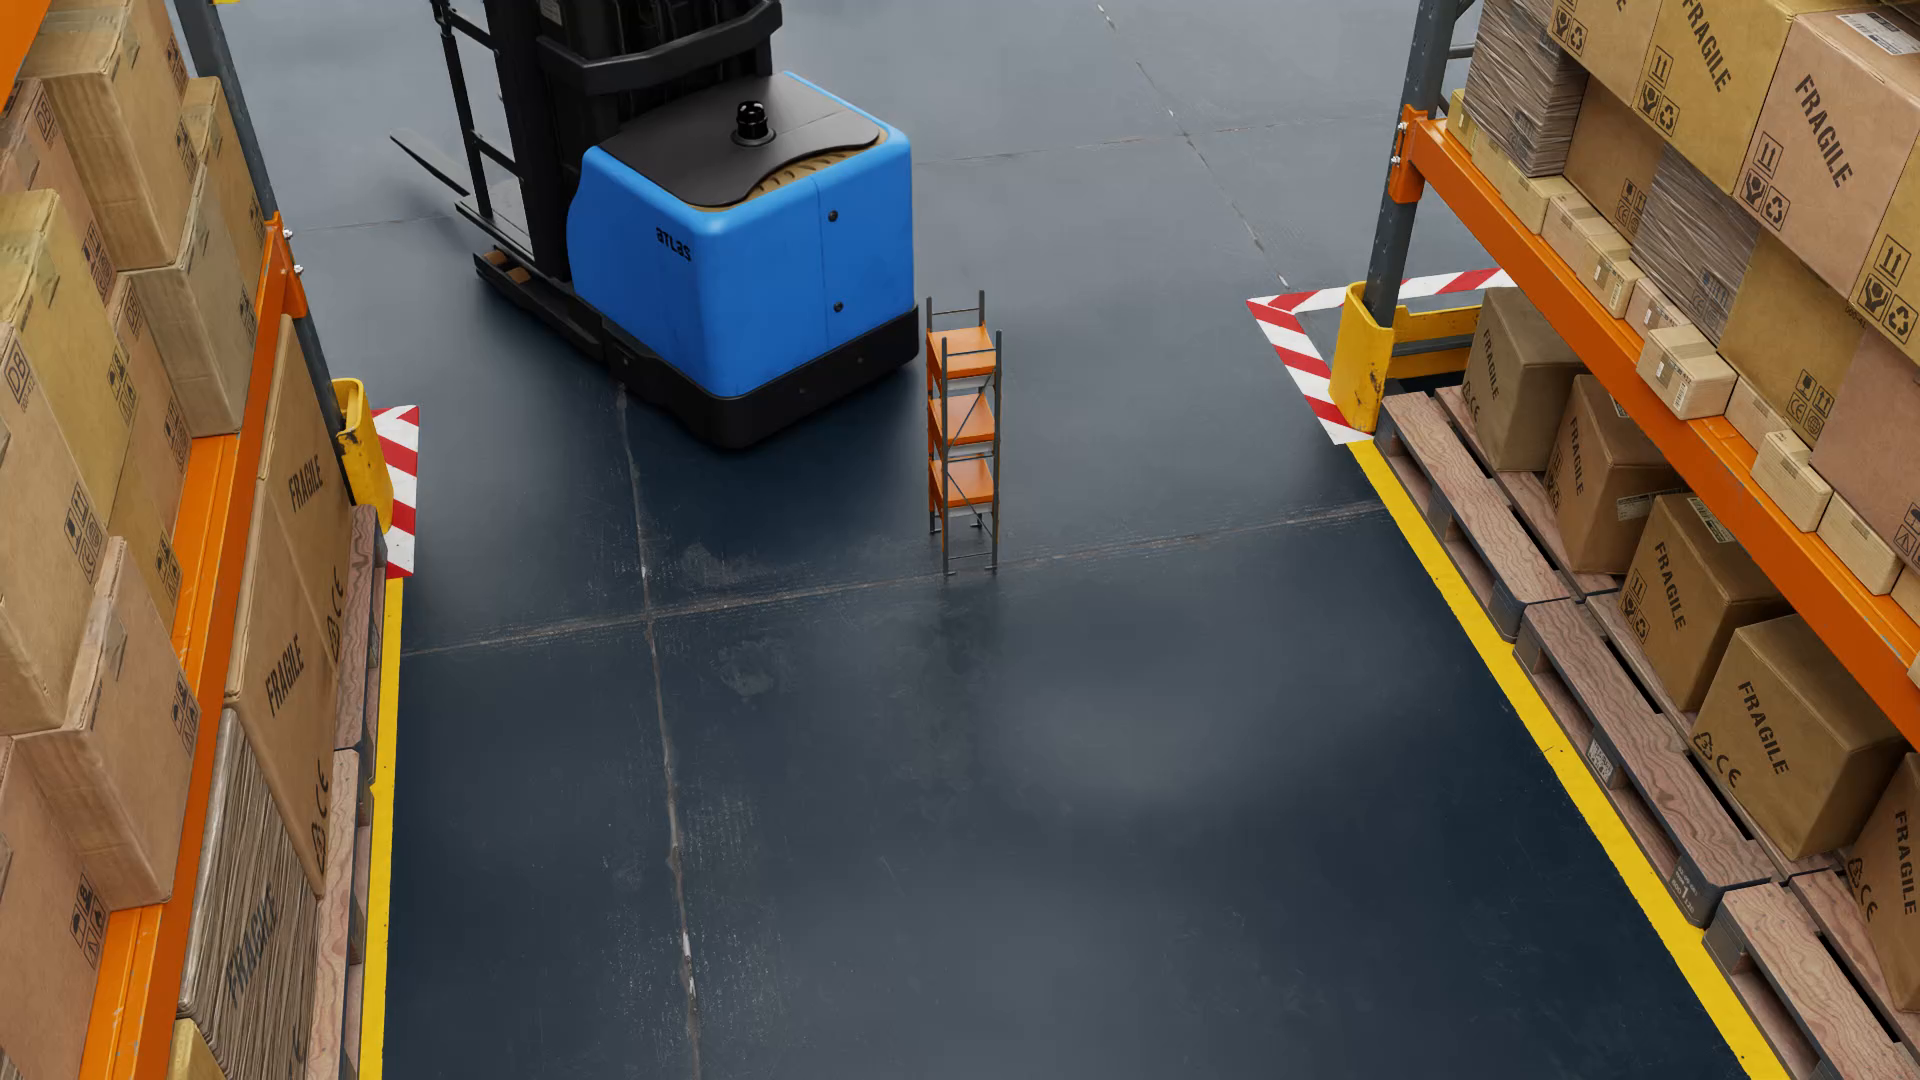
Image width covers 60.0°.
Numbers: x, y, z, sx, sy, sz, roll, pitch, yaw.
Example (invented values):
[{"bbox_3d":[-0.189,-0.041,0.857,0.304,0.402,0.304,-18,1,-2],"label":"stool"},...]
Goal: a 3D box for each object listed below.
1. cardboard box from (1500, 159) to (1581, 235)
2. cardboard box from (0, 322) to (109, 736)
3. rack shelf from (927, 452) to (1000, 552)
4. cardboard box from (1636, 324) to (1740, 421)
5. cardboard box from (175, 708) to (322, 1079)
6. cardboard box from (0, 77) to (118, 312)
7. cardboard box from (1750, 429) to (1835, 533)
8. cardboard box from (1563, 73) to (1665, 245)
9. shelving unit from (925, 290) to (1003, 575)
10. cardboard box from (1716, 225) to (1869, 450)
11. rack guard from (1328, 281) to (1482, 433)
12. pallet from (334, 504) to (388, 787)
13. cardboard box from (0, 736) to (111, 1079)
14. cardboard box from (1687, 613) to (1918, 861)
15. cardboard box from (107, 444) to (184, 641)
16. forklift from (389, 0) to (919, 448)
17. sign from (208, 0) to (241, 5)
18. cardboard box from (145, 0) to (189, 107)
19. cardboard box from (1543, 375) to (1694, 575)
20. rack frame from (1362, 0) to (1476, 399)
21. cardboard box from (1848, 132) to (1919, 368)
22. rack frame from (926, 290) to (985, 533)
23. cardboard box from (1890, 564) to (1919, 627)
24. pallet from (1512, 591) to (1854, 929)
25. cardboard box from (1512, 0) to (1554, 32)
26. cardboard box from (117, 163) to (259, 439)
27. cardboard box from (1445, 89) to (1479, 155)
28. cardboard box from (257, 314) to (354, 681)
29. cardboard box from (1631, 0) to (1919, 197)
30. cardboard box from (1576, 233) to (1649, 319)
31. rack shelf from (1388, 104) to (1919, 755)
[{"bbox_3d":[2.021,-1.151,5.476,0.380,0.149,0.250,-8,42,-9],"label":"cardboard box"},{"bbox_3d":[-2.144,0.032,3.028,0.875,0.550,0.550,-8,42,-9],"label":"cardboard box"},{"bbox_3d":[0.012,-0.142,6.054,0.215,0.259,0.240,-8,42,-9],"label":"rack shelf"},{"bbox_3d":[2.176,-0.494,4.736,0.380,0.149,0.250,-8,42,-9],"label":"cardboard box"},{"bbox_3d":[-2.149,1.082,4.056,0.875,0.875,0.875,-8,42,-9],"label":"cardboard box"},{"bbox_3d":[-2.508,-0.635,3.780,0.875,0.550,0.550,-8,42,-9],"label":"cardboard box"},{"bbox_3d":[2.338,-0.177,4.380,0.380,0.149,0.250,-8,42,-9],"label":"cardboard box"},{"bbox_3d":[2.435,-1.274,5.126,0.875,0.500,0.500,-8,42,-9],"label":"cardboard box"},{"bbox_3d":[0.012,-0.358,5.862,0.215,1.050,0.252,-8,42,-9],"label":"shelving unit"},{"bbox_3d":[2.597,-0.618,4.387,0.875,0.500,0.500,-8,42,-9],"label":"cardboard box"},{"bbox_3d":[2.134,-0.809,6.784,1.175,0.500,0.348,-8,42,-9],"label":"rack guard"},{"bbox_3d":[-2.498,0.403,5.638,1.003,0.211,1.213,-8,42,-9],"label":"pallet"},{"bbox_3d":[-2.116,0.799,2.978,0.875,0.550,0.550,-8,42,-9],"label":"cardboard box"},{"bbox_3d":[2.592,0.552,4.936,0.500,0.500,0.500,-12,43,-13],"label":"cardboard box"},{"bbox_3d":[-2.330,0.103,3.762,0.875,0.550,0.500,-8,42,-9],"label":"cardboard box"},{"bbox_3d":[-1.540,-2.349,6.688,1.130,2.935,3.031,-31,50,-30],"label":"forklift"},{"bbox_3d":[-2.214,-1.738,4.897,0.100,0.325,0.005,-8,42,-9],"label":"sign"},{"bbox_3d":[-2.705,-1.361,4.598,0.875,0.550,0.550,-8,42,-9],"label":"cardboard box"},{"bbox_3d":[2.399,-0.225,5.811,0.500,0.500,0.500,2,42,2],"label":"cardboard box"},{"bbox_3d":[2.118,-1.793,6.010,1.000,3.000,0.127,-8,42,-9],"label":"rack frame"},{"bbox_3d":[2.399,-0.623,3.639,0.500,0.500,0.500,-8,42,-9],"label":"cardboard box"},{"bbox_3d":[-0.015,-0.437,5.951,0.200,1.050,0.008,-8,42,-9],"label":"rack frame"},{"bbox_3d":[2.520,0.136,4.027,0.380,0.149,0.250,-8,42,-9],"label":"cardboard box"},{"bbox_3d":[2.535,0.620,5.392,1.003,0.211,1.213,-8,42,-9],"label":"pallet"},{"bbox_3d":[1.970,-1.920,5.100,0.500,0.500,0.500,-8,42,-9],"label":"cardboard box"},{"bbox_3d":[-2.483,-0.616,4.572,0.875,0.550,0.550,-8,42,-9],"label":"cardboard box"},{"bbox_3d":[1.946,-1.480,5.847,0.380,0.149,0.250,-8,42,-9],"label":"cardboard box"},{"bbox_3d":[-2.536,-0.080,5.364,0.875,0.875,0.875,-8,42,-9],"label":"cardboard box"},{"bbox_3d":[2.181,-1.271,4.369,0.500,0.500,0.500,-8,42,-9],"label":"cardboard box"},{"bbox_3d":[2.142,-0.829,5.113,0.380,0.149,0.250,-8,42,-9],"label":"cardboard box"},{"bbox_3d":[2.549,-0.227,4.788,1.077,0.370,4.000,-8,42,-9],"label":"rack shelf"}]
